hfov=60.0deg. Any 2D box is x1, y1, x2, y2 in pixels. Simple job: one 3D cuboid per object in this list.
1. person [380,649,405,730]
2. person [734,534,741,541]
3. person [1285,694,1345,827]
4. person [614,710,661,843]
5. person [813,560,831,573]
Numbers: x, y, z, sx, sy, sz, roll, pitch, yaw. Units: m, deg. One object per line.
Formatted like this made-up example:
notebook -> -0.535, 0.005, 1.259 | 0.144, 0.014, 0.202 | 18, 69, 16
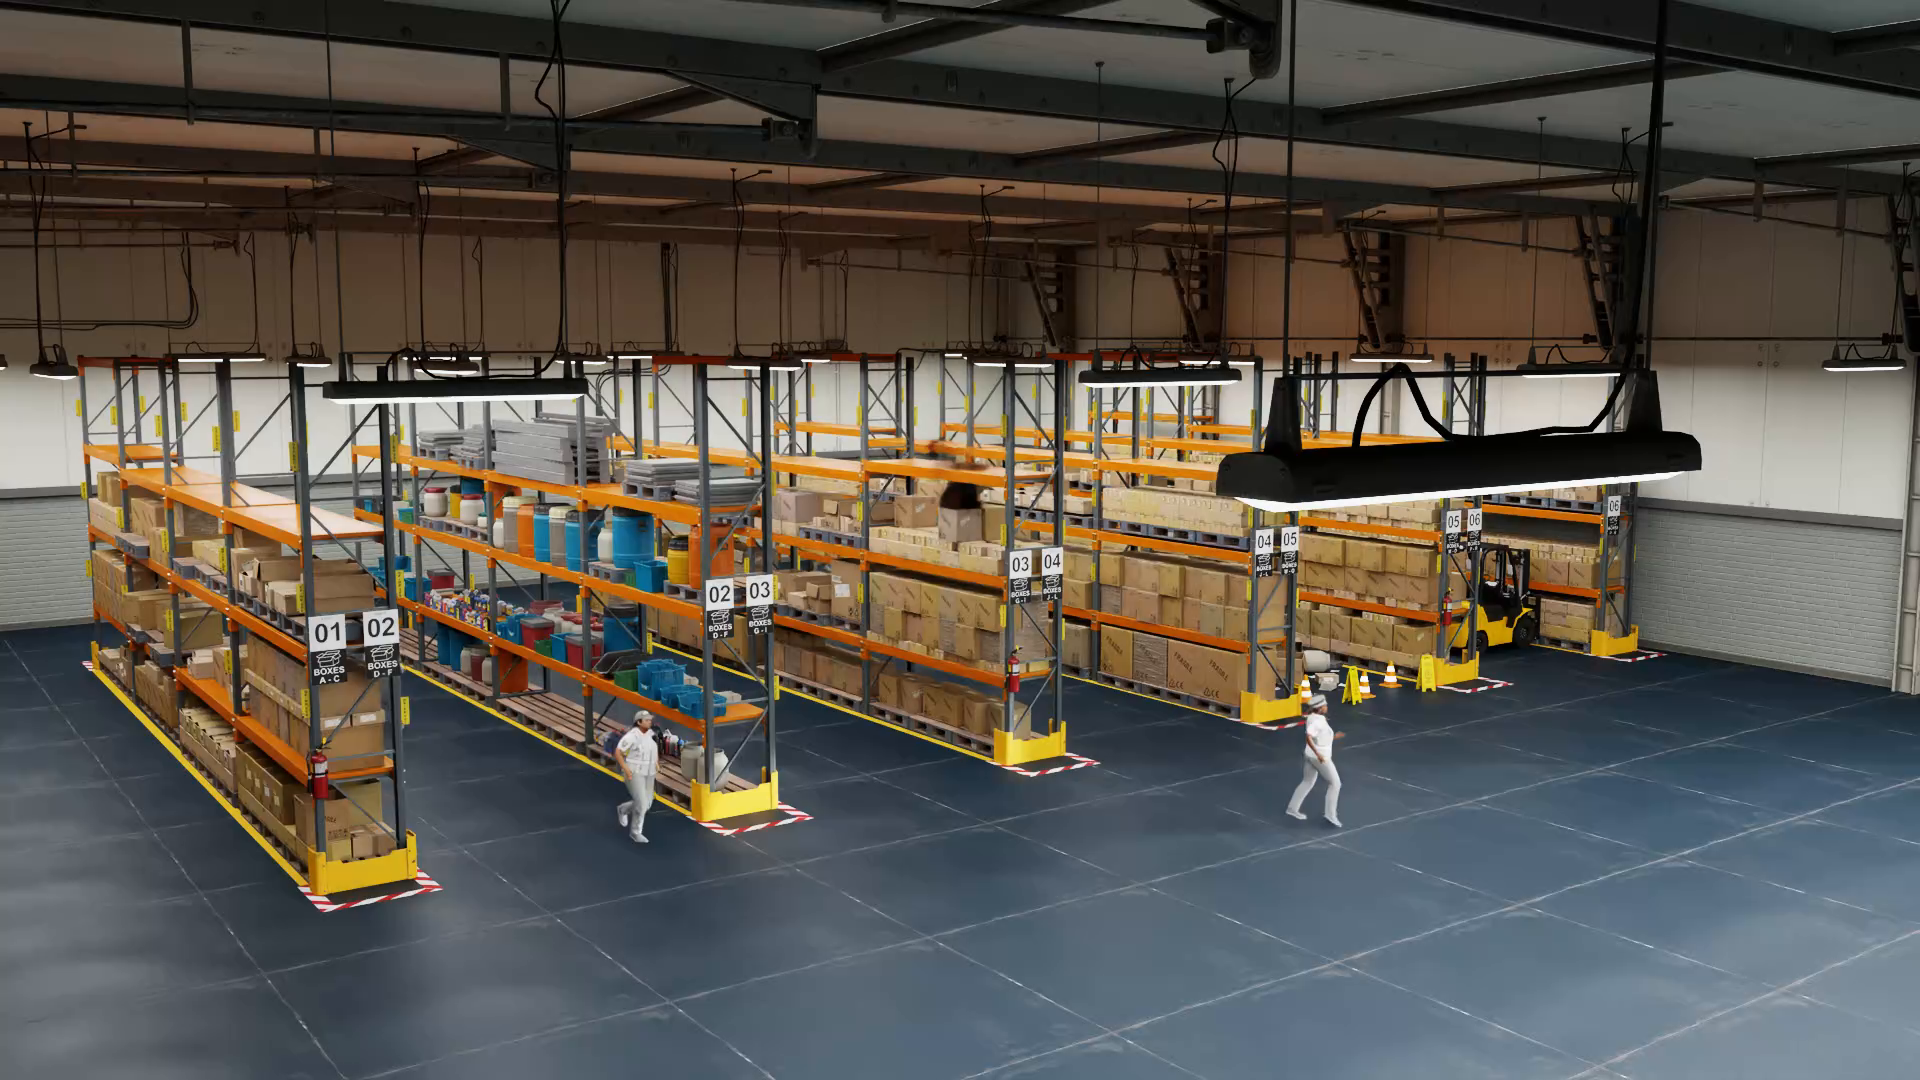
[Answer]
person -> -9.356, 2.210, 27.203 | 0.617, 1.700, 0.882 | -7, 10, -44
person -> -5.599, 0.687, 39.598 | 0.841, 1.692, 0.962 | 2, 7, 13
person -> 4.651, 2.876, 21.641 | 0.755, 1.758, 0.546 | -1, 7, -11
person -> -4.117, 2.986, 21.225 | 0.683, 1.641, 0.647 | 5, 9, 36
person -> -3.547, 0.406, 42.019 | 0.948, 1.648, 0.641 | 2, 7, 18
